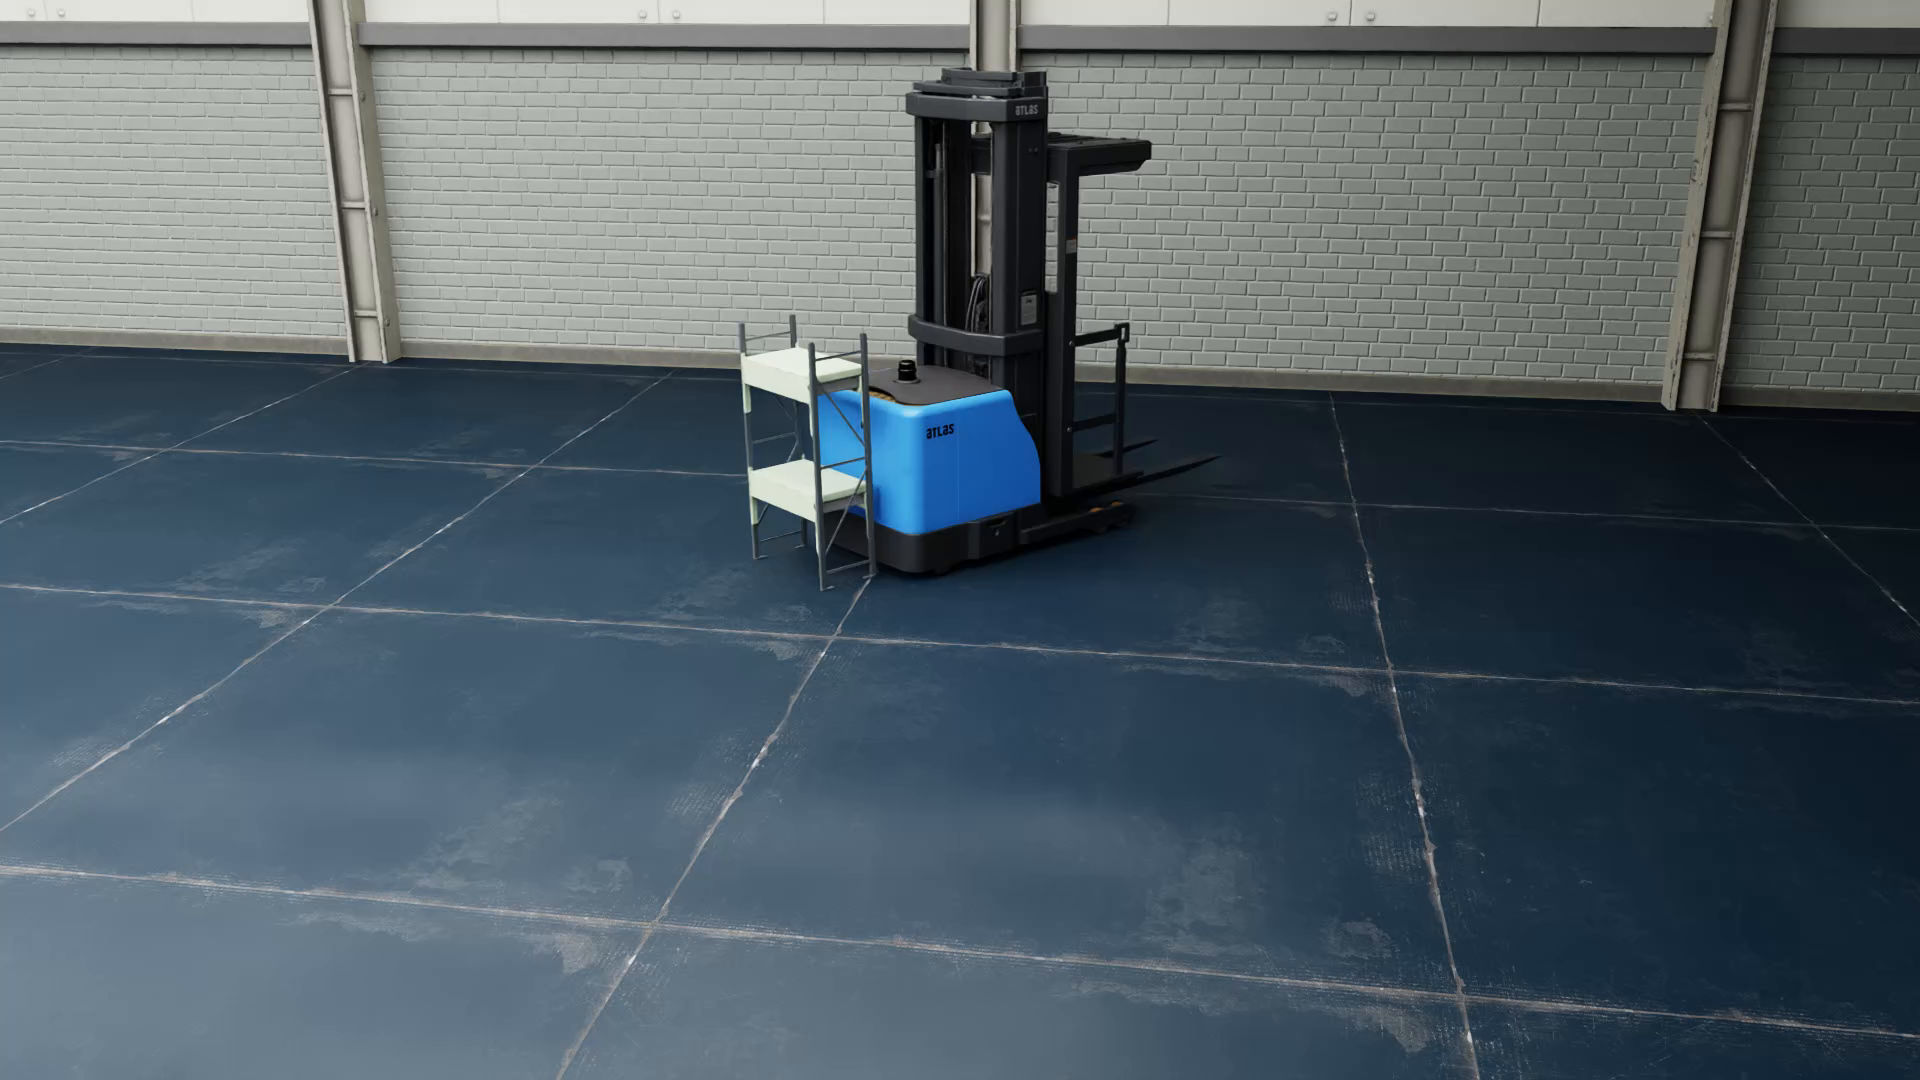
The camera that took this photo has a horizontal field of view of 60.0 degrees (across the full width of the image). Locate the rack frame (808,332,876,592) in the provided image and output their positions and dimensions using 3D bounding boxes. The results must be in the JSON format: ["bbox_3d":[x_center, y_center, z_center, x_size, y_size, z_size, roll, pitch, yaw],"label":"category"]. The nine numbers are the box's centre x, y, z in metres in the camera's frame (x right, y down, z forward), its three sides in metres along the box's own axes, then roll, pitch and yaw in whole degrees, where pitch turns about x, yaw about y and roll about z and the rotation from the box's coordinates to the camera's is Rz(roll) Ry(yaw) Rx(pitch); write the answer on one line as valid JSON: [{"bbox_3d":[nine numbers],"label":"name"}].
[{"bbox_3d":[-0.686,-0.449,9.761,0.400,1.500,0.023,-16,24,-36],"label":"rack frame"}]

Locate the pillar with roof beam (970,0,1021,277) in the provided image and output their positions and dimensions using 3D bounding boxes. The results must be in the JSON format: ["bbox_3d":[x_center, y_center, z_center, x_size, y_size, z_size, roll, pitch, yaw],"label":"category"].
[{"bbox_3d":[-0.381,-4.360,9.653,0.400,9.000,9.100,3,19,9],"label":"pillar with roof beam"}]

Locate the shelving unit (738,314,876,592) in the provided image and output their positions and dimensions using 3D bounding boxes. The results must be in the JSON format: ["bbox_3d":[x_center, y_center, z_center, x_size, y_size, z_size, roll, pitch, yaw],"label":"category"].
[{"bbox_3d":[-0.918,-0.538,10.030,0.431,1.500,0.755,-16,24,-36],"label":"shelving unit"}]

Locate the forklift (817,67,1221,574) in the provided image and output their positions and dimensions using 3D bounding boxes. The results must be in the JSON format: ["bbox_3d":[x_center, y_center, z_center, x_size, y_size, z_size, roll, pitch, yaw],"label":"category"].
[{"bbox_3d":[0.516,-1.551,10.820,3.031,2.935,1.130,-15,24,-39],"label":"forklift"}]

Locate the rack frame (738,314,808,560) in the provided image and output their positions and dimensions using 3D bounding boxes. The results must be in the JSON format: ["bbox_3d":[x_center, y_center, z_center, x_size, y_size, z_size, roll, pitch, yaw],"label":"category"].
[{"bbox_3d":[-1.151,-0.628,10.298,0.400,1.500,0.023,-16,24,-36],"label":"rack frame"}]

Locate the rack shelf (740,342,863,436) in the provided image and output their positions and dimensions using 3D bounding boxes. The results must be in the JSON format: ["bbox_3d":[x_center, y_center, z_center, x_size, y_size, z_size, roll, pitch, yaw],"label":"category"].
[{"bbox_3d":[-0.926,-0.906,9.900,0.431,0.370,0.720,-16,24,-36],"label":"rack shelf"}]

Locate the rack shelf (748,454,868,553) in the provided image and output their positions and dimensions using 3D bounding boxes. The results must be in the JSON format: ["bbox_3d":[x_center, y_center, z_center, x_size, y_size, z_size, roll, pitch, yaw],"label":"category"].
[{"bbox_3d":[-0.912,-0.231,10.138,0.431,0.370,0.720,-16,24,-36],"label":"rack shelf"}]

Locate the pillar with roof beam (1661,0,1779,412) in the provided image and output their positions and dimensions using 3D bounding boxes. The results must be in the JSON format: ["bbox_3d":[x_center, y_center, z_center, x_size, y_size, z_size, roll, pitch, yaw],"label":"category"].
[{"bbox_3d":[5.543,-4.058,8.751,0.400,9.000,9.100,3,19,9],"label":"pillar with roof beam"}]

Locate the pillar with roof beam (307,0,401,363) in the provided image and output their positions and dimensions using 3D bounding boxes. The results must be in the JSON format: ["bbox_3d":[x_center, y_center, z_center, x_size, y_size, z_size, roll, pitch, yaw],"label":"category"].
[{"bbox_3d":[-6.305,-4.662,10.556,0.400,9.000,9.100,3,19,9],"label":"pillar with roof beam"}]
